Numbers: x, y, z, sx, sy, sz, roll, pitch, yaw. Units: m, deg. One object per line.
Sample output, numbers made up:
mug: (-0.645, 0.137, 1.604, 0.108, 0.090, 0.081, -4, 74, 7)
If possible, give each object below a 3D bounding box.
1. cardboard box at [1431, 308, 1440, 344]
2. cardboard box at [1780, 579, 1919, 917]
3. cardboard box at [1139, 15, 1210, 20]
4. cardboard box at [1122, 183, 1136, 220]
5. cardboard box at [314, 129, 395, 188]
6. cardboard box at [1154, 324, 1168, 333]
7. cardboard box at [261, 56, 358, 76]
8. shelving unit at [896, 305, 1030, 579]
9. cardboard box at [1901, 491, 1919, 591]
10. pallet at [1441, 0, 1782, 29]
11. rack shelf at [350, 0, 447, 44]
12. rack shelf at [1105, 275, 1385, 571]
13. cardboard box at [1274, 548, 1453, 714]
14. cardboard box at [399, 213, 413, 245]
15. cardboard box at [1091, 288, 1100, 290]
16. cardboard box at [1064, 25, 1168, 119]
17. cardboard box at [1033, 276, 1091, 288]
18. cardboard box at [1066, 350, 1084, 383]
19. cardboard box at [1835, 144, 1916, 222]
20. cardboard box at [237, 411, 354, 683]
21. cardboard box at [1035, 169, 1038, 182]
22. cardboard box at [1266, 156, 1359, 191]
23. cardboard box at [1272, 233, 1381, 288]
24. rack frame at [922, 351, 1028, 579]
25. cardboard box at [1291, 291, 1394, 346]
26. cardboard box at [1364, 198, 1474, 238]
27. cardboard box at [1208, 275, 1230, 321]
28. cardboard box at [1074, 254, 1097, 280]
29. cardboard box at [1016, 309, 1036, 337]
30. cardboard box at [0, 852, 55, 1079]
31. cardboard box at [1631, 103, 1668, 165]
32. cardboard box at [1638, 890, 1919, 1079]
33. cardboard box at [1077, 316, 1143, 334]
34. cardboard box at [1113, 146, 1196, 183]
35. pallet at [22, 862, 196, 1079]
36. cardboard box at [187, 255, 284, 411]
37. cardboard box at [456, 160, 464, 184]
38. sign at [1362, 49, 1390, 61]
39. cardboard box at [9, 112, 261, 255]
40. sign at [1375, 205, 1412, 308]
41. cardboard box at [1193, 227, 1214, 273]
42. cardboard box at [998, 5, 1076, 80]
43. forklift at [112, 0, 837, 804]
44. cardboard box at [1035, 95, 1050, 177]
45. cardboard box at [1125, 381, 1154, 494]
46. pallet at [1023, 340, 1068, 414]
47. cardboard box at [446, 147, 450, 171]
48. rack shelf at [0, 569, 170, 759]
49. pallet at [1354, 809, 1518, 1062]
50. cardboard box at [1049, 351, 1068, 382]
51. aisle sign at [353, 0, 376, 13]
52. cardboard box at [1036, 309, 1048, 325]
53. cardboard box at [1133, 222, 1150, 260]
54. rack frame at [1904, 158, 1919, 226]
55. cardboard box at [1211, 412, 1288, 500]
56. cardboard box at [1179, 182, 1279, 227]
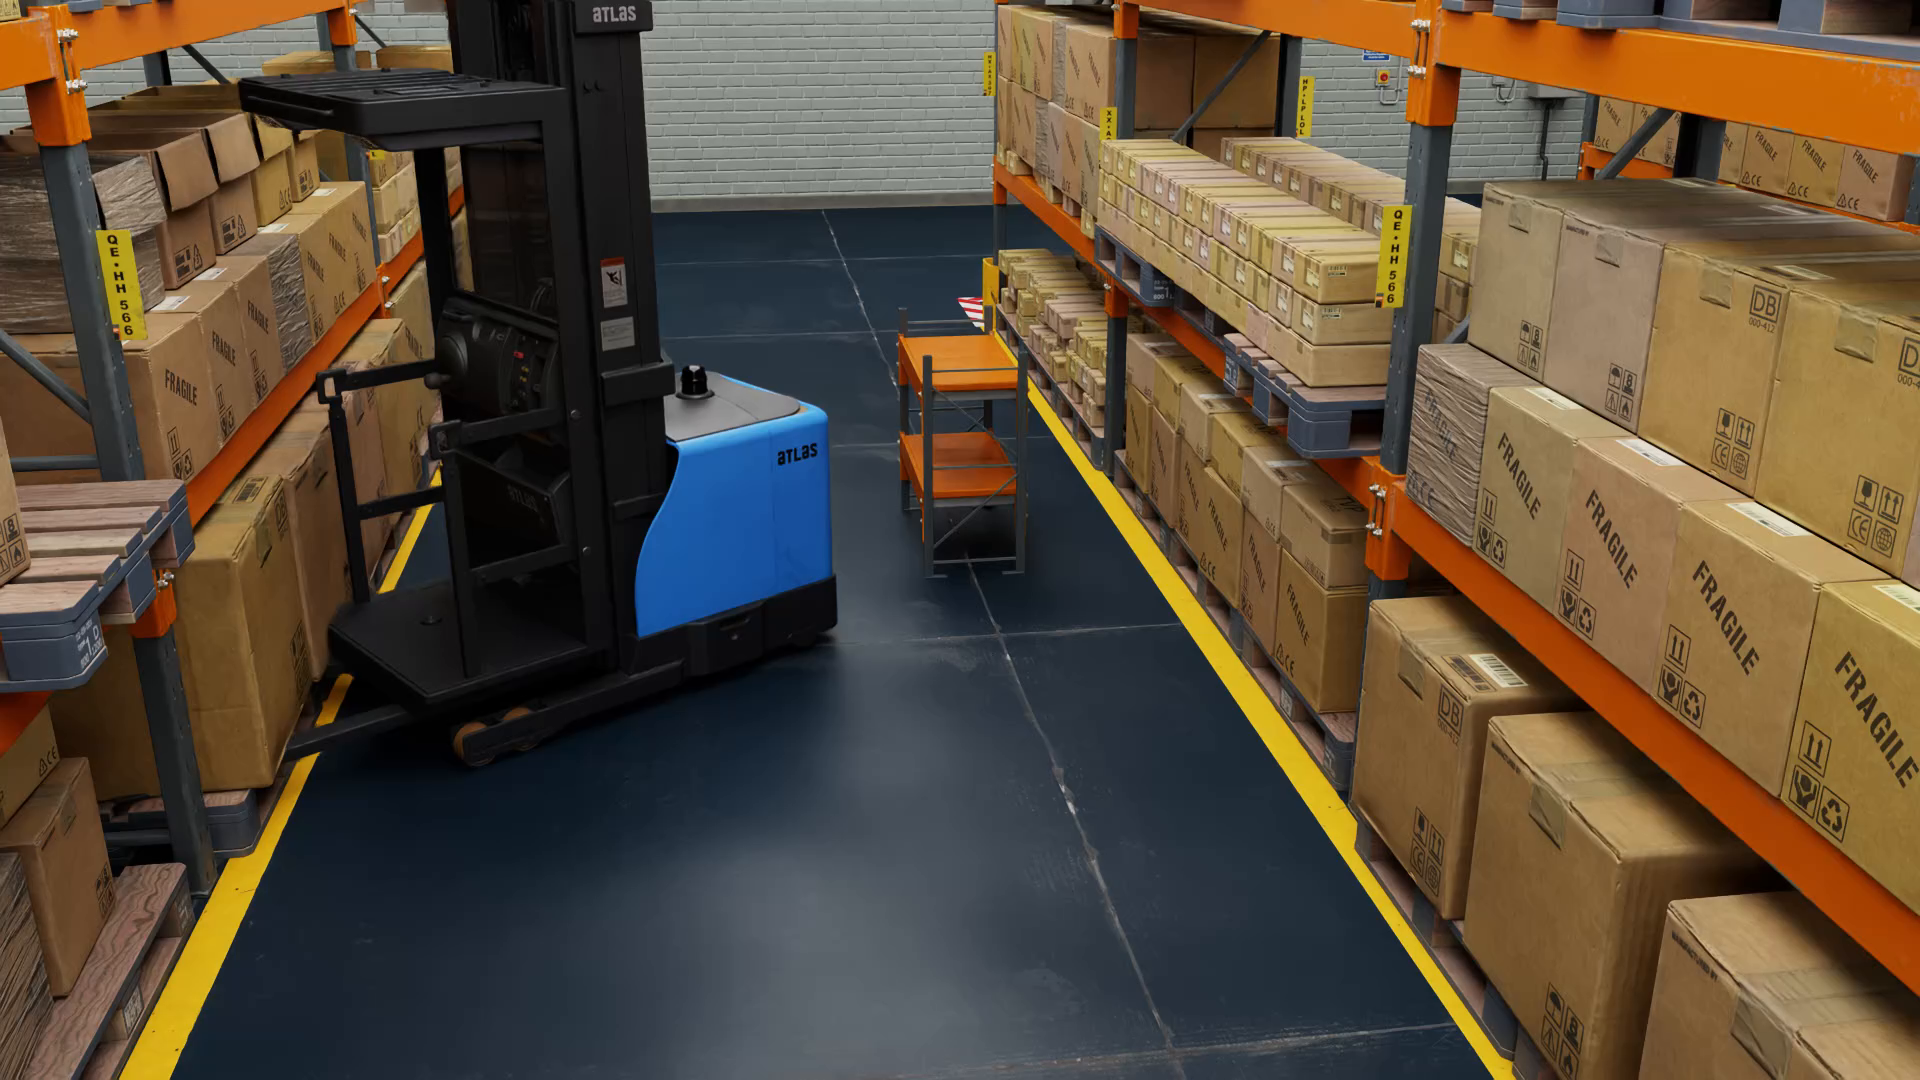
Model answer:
cardboard box: (1.978, -0.857, 6.483, 0.380, 0.149, 0.250, -2, 21, -5)
cardboard box: (2.011, 0.394, 3.231, 0.500, 0.500, 0.500, -3, 21, -7)
cardboard box: (1.315, -3.167, 10.913, 0.500, 0.500, 0.500, -4, 21, -10)
cardboard box: (1.022, -1.692, 8.292, 0.380, 0.149, 0.250, -2, 21, -6)
cardboard box: (-3.395, -2.196, 9.025, 0.500, 0.500, 0.500, -3, 21, -8)
cardboard box: (1.433, -1.265, 10.440, 0.380, 0.149, 0.250, -3, 21, -9)
cardboard box: (-4.201, -2.870, 10.831, 0.500, 0.500, 0.500, -3, 21, -9)
shelving unit: (-0.001, -0.529, 8.526, 0.538, 1.125, 1.048, -3, 21, -8)
cardboard box: (2.271, -0.082, 3.076, 0.700, 0.500, 0.500, -3, 21, -7)
pallet: (2.066, -1.523, 4.491, 1.213, 0.211, 1.003, -2, 21, -5)
rack shelf: (-3.867, -3.357, 10.159, 1.077, 0.370, 4.000, -3, 21, -8)
rack shelf: (1.632, -0.782, 7.552, 1.077, 0.370, 4.000, -3, 21, -8)
cardboard box: (1.567, 0.333, 6.511, 0.500, 0.500, 0.500, -3, 21, -8)
cardboard box: (-3.369, -1.780, 9.555, 0.380, 0.149, 0.250, -2, 21, -6)
cardboard box: (1.139, -1.751, 12.166, 0.380, 0.149, 0.250, -3, 21, -8)
cardboard box: (0.928, -2.794, 9.913, 0.500, 0.500, 0.500, -4, 21, -9)
cardboard box: (0.723, -1.777, 11.810, 0.380, 0.149, 0.250, -2, 21, -6)
cardboard box: (0.876, -1.090, 10.398, 0.380, 0.149, 0.250, -4, 21, -10)
cardboard box: (5.908, -2.291, 10.420, 0.500, 0.500, 0.500, -3, 21, -7)
cardboard box: (-3.202, 0.038, 6.764, 1.225, 0.875, 0.875, -3, 21, -8)
cardboard box: (0.741, -2.591, 11.724, 0.380, 0.149, 0.250, -3, 21, -8)
cardboard box: (1.708, -1.767, 8.069, 0.380, 0.149, 0.250, -3, 21, -8)
cardboard box: (1.362, -1.018, 6.064, 0.380, 0.149, 0.250, -3, 21, -8)
rack frame: (0.072, -0.353, 8.054, 0.500, 1.125, 0.032, -3, 21, -8)
cardboard box: (1.398, -0.793, 5.887, 0.380, 0.149, 0.250, -2, 21, -7)
cardboard box: (1.894, -1.318, 6.866, 0.380, 0.149, 0.250, -2, 21, -5)
cardboard box: (1.250, -1.008, 6.887, 0.380, 0.149, 0.250, -4, 21, -10)
cardboard box: (1.073, -2.076, 12.612, 0.380, 0.149, 0.250, -3, 21, -7)
cardboard box: (0.615, -1.594, 12.172, 0.380, 0.149, 0.250, -3, 21, -7)
cardboard box: (-2.794, 1.176, 4.225, 0.700, 0.500, 0.500, -5, 21, -12)
cardboard box: (5.536, -3.174, 12.784, 0.500, 0.500, 0.500, -3, 21, -9)
cardboard box: (2.183, 1.271, 3.642, 1.050, 0.750, 0.750, -3, 21, -8)
cardboard box: (0.955, -1.328, 10.608, 0.380, 0.149, 0.250, -2, 21, -6)
cardboard box: (0.992, -1.914, 8.461, 0.380, 0.149, 0.250, -2, 21, -6)
pallet: (-2.891, 1.365, 4.759, 1.003, 0.211, 1.213, -3, 21, -8)
cardboard box: (-2.957, -0.796, 6.418, 0.500, 0.500, 0.500, -3, 21, -9)
cardboard box: (-3.704, -2.580, 11.696, 0.380, 0.149, 0.250, -3, 21, -8)
sign: (4.758, -5.578, 18.977, 0.327, 0.218, 0.001, -3, 21, -8)
cardboard box: (-3.286, -1.440, 6.708, 0.797, 0.503, 0.637, -2, 21, -6)
sign: (1.385, -0.902, 5.301, 0.100, 0.325, 0.005, -3, 21, -8)
cardboard box: (1.210, -1.240, 7.082, 0.380, 0.149, 0.250, -2, 21, -6)
cardboard box: (0.569, -3.683, 12.292, 0.500, 0.500, 0.500, -3, 21, -8)
forklift: (-1.983, -0.709, 6.425, 3.031, 2.935, 1.130, -18, 27, -39)
cardboard box: (0.798, -2.683, 11.045, 0.500, 0.500, 0.500, -3, 21, -9)
cardboard box: (1.188, -0.568, 8.923, 0.500, 0.500, 0.500, -2, 21, -6)
pallet: (1.033, -1.160, 11.519, 1.003, 0.211, 1.213, -3, 21, -8)
cardboard box: (-3.677, -2.544, 11.031, 0.500, 0.250, 0.500, -4, 21, -10)
rack shelf: (-2.714, 0.818, 3.268, 1.077, 0.370, 4.000, -3, 21, -8)
pallet: (1.959, 1.156, 5.319, 1.003, 0.211, 1.213, -3, 21, -8)
cardboard box: (0.801, -1.150, 10.982, 0.380, 0.149, 0.250, -3, 21, -8)
aisle sign: (-4.463, -4.209, 11.983, 0.394, 0.787, 0.004, -3, 21, -8)
cardboard box: (0.757, -1.644, 11.879, 0.380, 0.149, 0.250, -4, 21, -10)
cardboard box: (1.058, -1.462, 8.102, 0.380, 0.149, 0.250, -3, 21, -7)
rack frame: (6.227, -2.096, 10.042, 1.000, 3.000, 0.127, -3, 21, -8)
cardboard box: (1.421, -0.379, 7.343, 0.500, 0.250, 0.500, -2, 21, -6)
cardboard box: (1.175, -1.469, 7.271, 0.380, 0.149, 0.250, -2, 21, -6)
